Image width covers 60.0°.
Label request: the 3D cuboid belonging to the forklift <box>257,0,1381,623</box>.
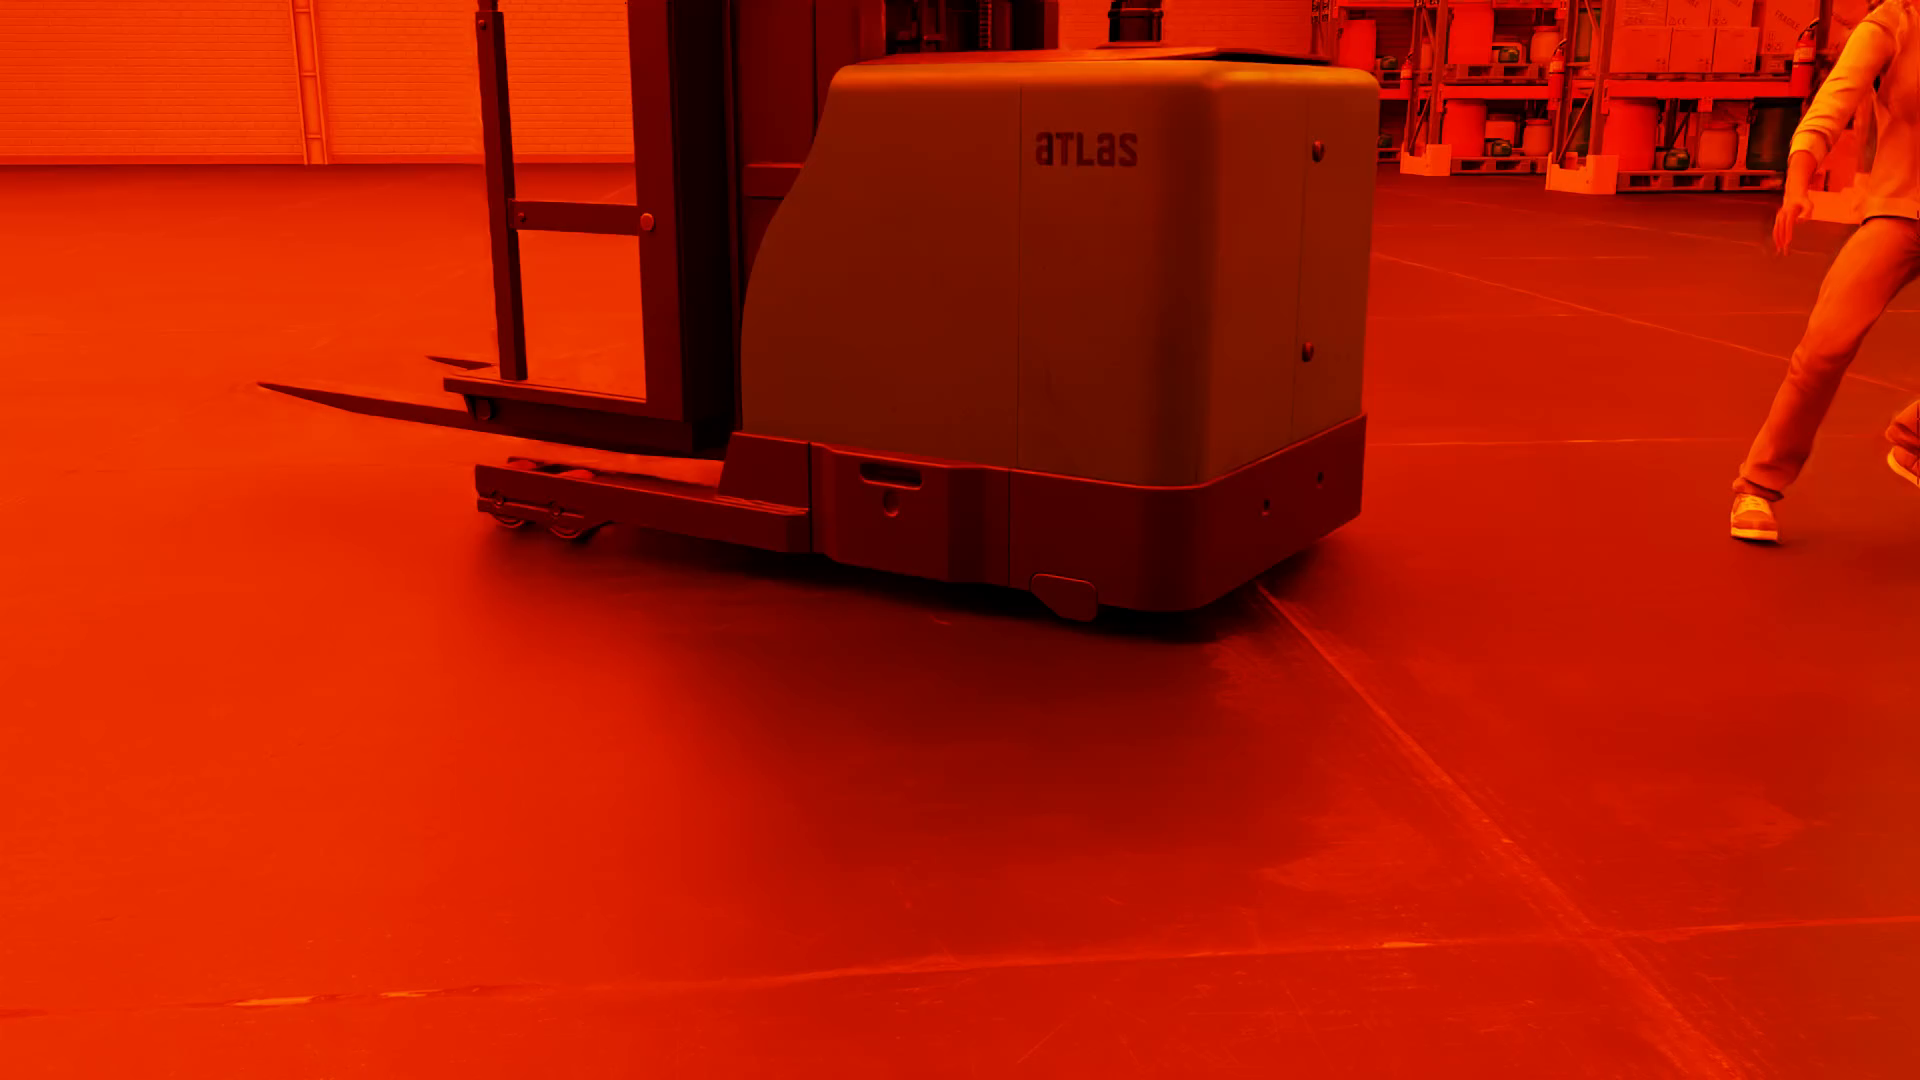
[{"bbox_3d":[-0.575,-1.521,3.957,3.031,2.935,1.130,9,17,32],"label":"forklift"}]

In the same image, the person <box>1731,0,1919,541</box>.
[{"bbox_3d":[2.170,-0.714,3.746,0.662,1.466,0.547,5,16,18],"label":"person"}]
